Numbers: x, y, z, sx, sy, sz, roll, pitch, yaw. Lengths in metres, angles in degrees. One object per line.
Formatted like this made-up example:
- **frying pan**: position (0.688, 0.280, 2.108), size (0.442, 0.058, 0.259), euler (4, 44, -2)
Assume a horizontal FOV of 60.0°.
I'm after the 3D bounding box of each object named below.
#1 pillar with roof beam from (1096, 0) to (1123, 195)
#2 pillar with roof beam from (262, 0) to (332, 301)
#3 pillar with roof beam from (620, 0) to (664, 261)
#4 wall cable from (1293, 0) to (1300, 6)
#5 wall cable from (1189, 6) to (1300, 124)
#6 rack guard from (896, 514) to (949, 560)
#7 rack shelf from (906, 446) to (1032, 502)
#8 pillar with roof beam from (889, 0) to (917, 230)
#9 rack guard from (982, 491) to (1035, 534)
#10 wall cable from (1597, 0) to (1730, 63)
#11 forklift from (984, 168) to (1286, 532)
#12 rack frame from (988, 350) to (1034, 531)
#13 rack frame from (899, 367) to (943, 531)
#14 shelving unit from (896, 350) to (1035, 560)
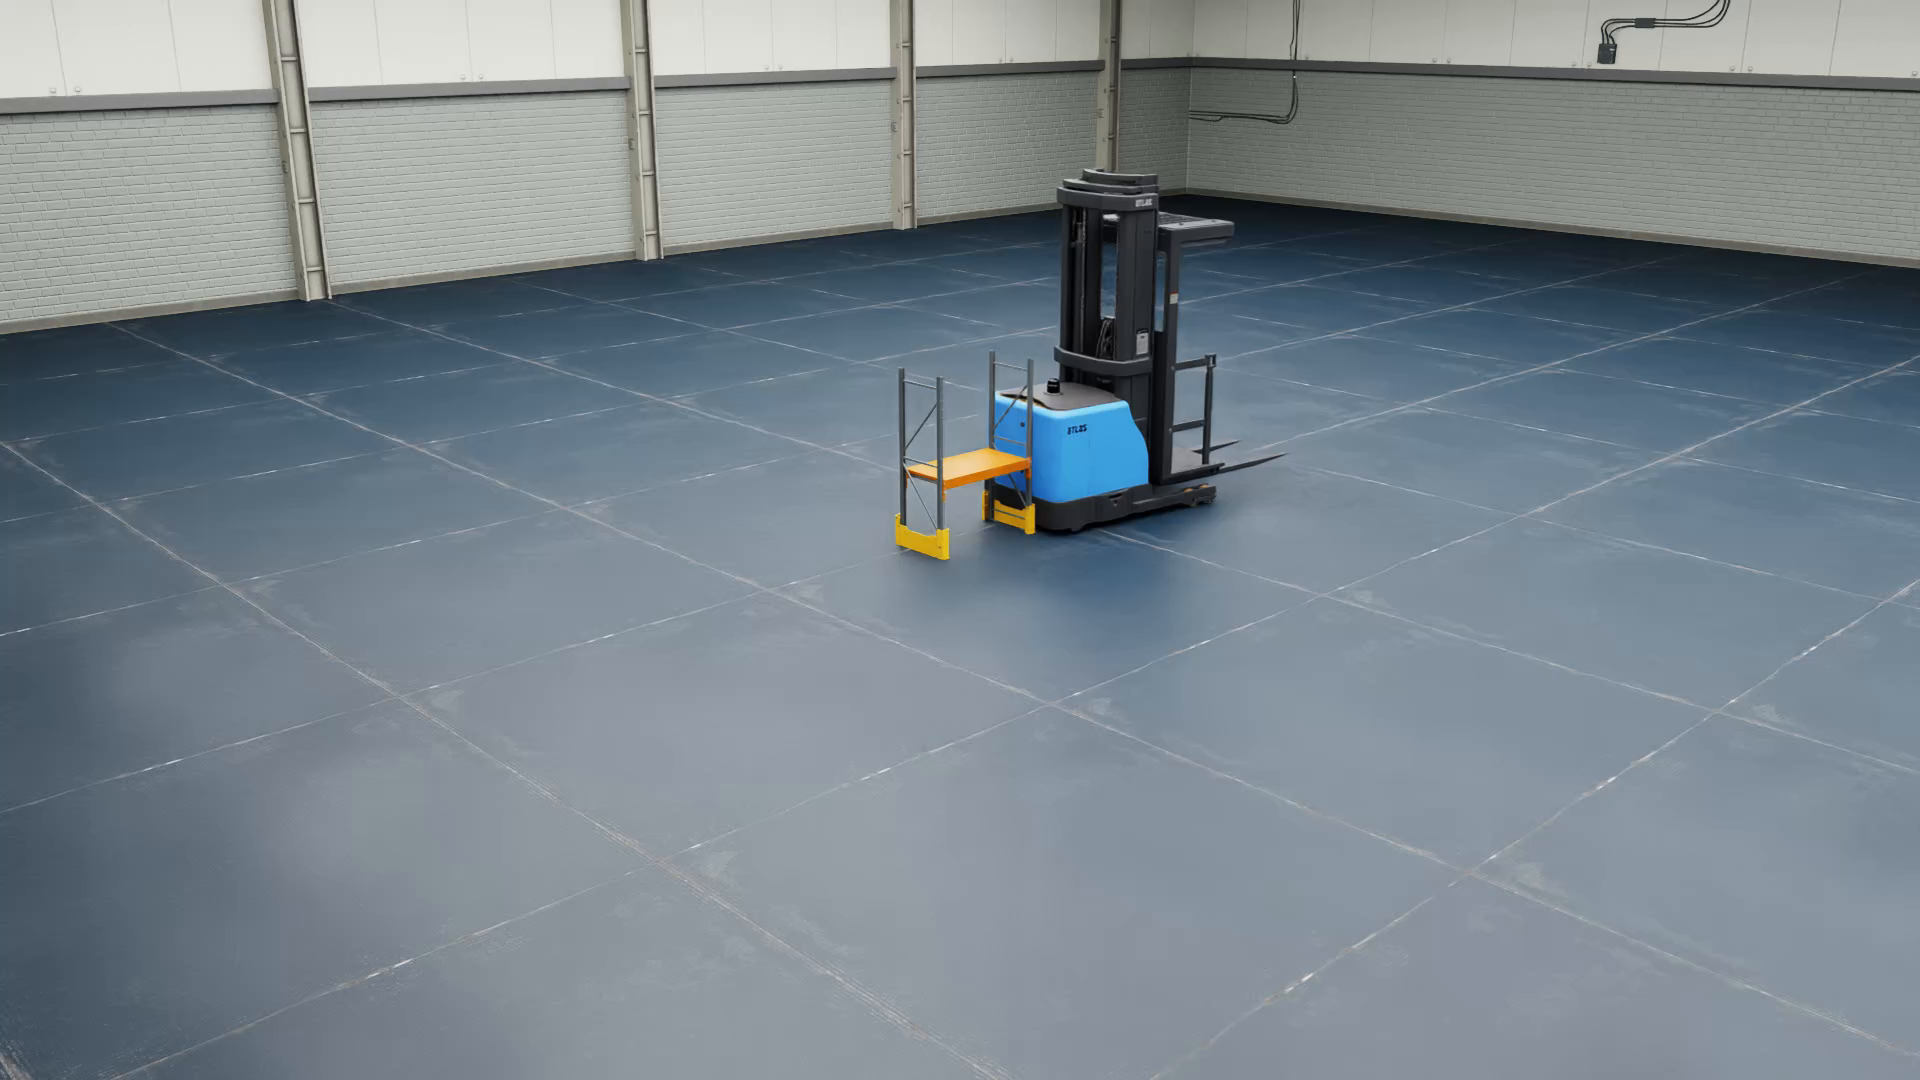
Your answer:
- **pillar with roof beam**: position (6.213, -10.811, 32.737), size (0.400, 9.000, 9.100), euler (-16, 24, -41)
- **pillar with roof beam**: position (-6.866, -6.996, 20.973), size (0.400, 9.000, 9.100), euler (-16, 24, -41)
- **pillar with roof beam**: position (-2.506, -8.268, 24.894), size (0.400, 9.000, 9.100), euler (-16, 24, -41)
- **wall cable**: position (8.163, -12.422, 34.554), size (0.112, 2.526, 3.097), euler (-16, 24, -41)
- **wall cable**: position (6.305, -10.626, 37.203), size (0.112, 2.526, 3.097), euler (-16, 24, -41)
- **rack guard**: position (-0.314, -0.029, 13.669), size (0.087, 0.250, 0.587), euler (-16, 24, -40)
- **rack shelf**: position (0.057, -0.559, 13.861), size (1.000, 0.185, 0.538), euler (-16, 24, -40)
- **pillar with roof beam**: position (1.853, -9.539, 28.816), size (0.400, 9.000, 9.100), euler (-16, 24, -41)
- **rack guard**: position (0.415, -0.239, 14.316), size (0.087, 0.250, 0.587), euler (-16, 24, -40)
- **wall cable**: position (12.815, -11.590, 29.627), size (0.169, 6.003, 2.305), euler (-16, 24, -41)
- **forklift**: position (1.694, -1.805, 14.801), size (3.031, 2.935, 1.130), euler (-13, 22, -35)
- **rack frame**: position (0.429, -0.837, 14.135), size (0.032, 1.500, 0.500), euler (-16, 24, -40)
- **rack frame**: position (-0.315, -0.623, 13.476), size (0.032, 1.500, 0.500), euler (-16, 24, -40)
- **shelving unit**: position (0.050, -0.728, 13.800), size (1.083, 1.500, 0.587), euler (-16, 24, -40)
